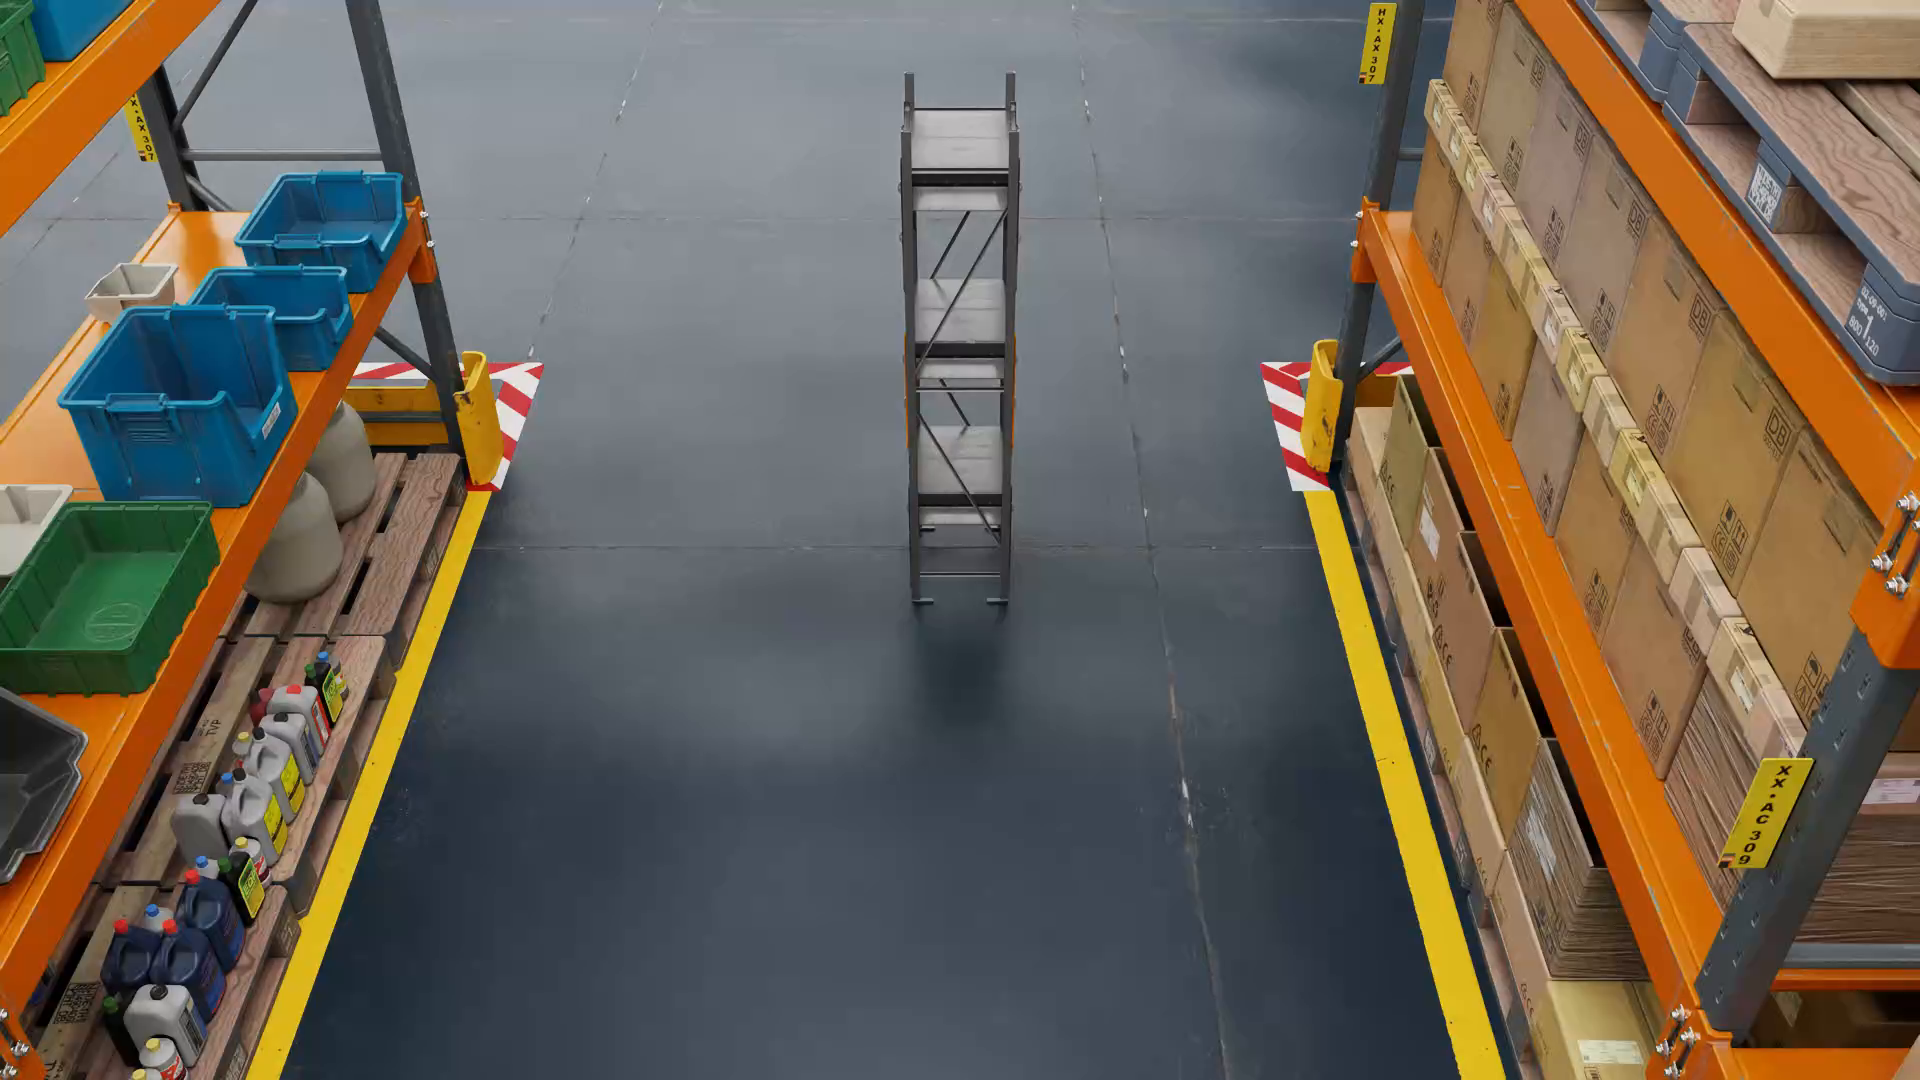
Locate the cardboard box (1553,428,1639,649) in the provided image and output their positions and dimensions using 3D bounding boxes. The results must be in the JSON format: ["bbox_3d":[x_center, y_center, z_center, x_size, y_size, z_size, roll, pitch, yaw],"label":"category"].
[{"bbox_3d":[2.186,-0.032,4.811,0.700,0.500,0.500,1,39,1],"label":"cardboard box"}]

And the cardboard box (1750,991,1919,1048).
[{"bbox_3d":[2.509,1.255,4.549,0.500,0.500,0.500,0,39,0],"label":"cardboard box"}]

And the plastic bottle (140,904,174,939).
[{"bbox_3d":[-2.464,1.227,5.150,0.097,0.271,0.097,0,39,0],"label":"plastic bottle"}]

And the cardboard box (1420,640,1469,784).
[{"bbox_3d":[1.970,0.610,5.954,0.500,0.250,0.500,0,39,0],"label":"cardboard box"}]

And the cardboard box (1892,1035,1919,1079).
[{"bbox_3d":[2.241,1.295,3.356,0.500,0.250,0.500,2,39,3],"label":"cardboard box"}]

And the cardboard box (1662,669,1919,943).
[{"bbox_3d":[2.190,0.612,4.008,0.700,0.500,0.500,-1,39,-1],"label":"cardboard box"}]

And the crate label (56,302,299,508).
[{"bbox_3d":[-2.489,-0.435,5.366,0.502,0.435,0.616,0,39,0],"label":"crate label"}]

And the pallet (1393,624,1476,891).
[{"bbox_3d":[2.233,0.754,6.140,1.003,0.211,1.213,0,39,0],"label":"pallet"}]

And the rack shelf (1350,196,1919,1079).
[{"bbox_3d":[2.194,-0.042,5.479,1.077,0.370,4.000,0,39,0],"label":"rack shelf"}]

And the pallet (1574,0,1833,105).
[{"bbox_3d":[2.171,-1.502,4.398,1.003,0.211,1.213,0,39,0],"label":"pallet"}]

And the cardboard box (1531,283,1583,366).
[{"bbox_3d":[1.978,-0.658,5.074,0.380,0.149,0.250,0,39,0],"label":"cardboard box"}]

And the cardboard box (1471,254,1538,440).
[{"bbox_3d":[2.180,-0.681,5.621,0.700,0.500,0.500,0,39,0],"label":"cardboard box"}]

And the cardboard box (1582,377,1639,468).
[{"bbox_3d":[1.982,-0.328,4.662,0.380,0.149,0.250,1,39,1],"label":"cardboard box"}]

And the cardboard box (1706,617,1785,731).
[{"bbox_3d":[1.984,0.312,3.864,0.380,0.149,0.250,-1,39,-1],"label":"cardboard box"}]

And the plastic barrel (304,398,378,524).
[{"bbox_3d":[-2.684,-0.353,6.946,0.421,0.512,0.421,0,39,0],"label":"plastic barrel"}]

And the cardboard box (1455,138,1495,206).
[{"bbox_3d":[1.979,-1.299,5.873,0.380,0.149,0.250,0,39,0],"label":"cardboard box"}]

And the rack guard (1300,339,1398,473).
[{"bbox_3d":[2.192,-0.613,7.615,1.175,0.500,0.348,0,39,0],"label":"rack guard"}]

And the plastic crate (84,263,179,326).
[{"bbox_3d":[-3.082,-0.909,6.197,0.298,0.136,0.250,0,39,0],"label":"plastic crate"}]

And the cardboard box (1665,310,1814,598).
[{"bbox_3d":[2.188,-0.210,3.997,0.700,0.500,0.500,0,39,0],"label":"cardboard box"}]

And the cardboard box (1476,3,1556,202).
[{"bbox_3d":[2.186,-1.464,5.561,0.700,0.500,0.500,-1,39,-1],"label":"cardboard box"}]

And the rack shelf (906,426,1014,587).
[{"bbox_3d":[0.000,-0.159,6.910,0.431,0.518,0.480,0,39,0],"label":"rack shelf"}]

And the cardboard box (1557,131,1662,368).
[{"bbox_3d":[2.188,-0.836,4.777,0.700,0.500,0.500,0,39,0],"label":"cardboard box"}]

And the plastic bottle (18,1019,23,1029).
[{"bbox_3d":[-2.901,1.389,4.885,0.144,0.351,0.185,0,39,0],"label":"plastic bottle"}]

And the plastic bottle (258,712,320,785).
[{"bbox_3d":[-2.348,0.712,5.789,0.152,0.276,0.135,-1,39,-1],"label":"plastic bottle"}]

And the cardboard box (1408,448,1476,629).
[{"bbox_3d":[1.986,0.004,6.109,0.500,0.500,0.500,0,39,0],"label":"cardboard box"}]

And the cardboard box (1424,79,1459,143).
[{"bbox_3d":[1.977,-1.620,6.274,0.380,0.149,0.250,0,39,0],"label":"cardboard box"}]

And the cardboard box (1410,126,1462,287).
[{"bbox_3d":[2.180,-1.320,6.419,0.700,0.500,0.500,0,39,0],"label":"cardboard box"}]

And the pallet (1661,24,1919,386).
[{"bbox_3d":[2.170,-0.741,3.448,1.003,0.211,1.213,0,39,0],"label":"pallet"}]

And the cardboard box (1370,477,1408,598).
[{"bbox_3d":[1.975,-0.016,6.734,0.500,0.250,0.500,0,39,0],"label":"cardboard box"}]

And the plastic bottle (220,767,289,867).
[{"bbox_3d":[-2.343,0.903,5.491,0.144,0.351,0.185,0,39,0],"label":"plastic bottle"}]

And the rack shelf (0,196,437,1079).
[{"bbox_3d":[-2.759,-0.040,5.477,1.077,0.370,4.000,0,39,0],"label":"rack shelf"}]

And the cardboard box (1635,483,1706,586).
[{"bbox_3d":[1.980,-0.016,4.273,0.380,0.149,0.250,0,39,0],"label":"cardboard box"}]

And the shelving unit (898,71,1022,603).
[{"bbox_3d":[0.000,-0.716,6.464,0.431,2.100,0.503,0,39,0],"label":"shelving unit"}]

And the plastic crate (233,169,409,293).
[{"bbox_3d":[-2.461,-1.201,6.469,0.499,0.251,0.616,0,39,0],"label":"plastic crate"}]

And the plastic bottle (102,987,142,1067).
[{"bbox_3d":[-2.453,1.417,4.904,0.061,0.283,0.133,0,39,0],"label":"plastic bottle"}]

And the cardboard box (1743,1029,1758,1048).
[{"bbox_3d":[2.499,1.547,4.784,0.500,0.250,0.500,0,39,0],"label":"cardboard box"}]

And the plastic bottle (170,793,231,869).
[{"bbox_3d":[-2.491,0.948,5.495,0.152,0.276,0.135,0,39,0],"label":"plastic bottle"}]

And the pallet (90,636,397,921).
[{"bbox_3d":[-2.720,0.833,6.042,1.003,0.211,1.213,0,39,0],"label":"pallet"}]

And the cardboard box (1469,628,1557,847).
[{"bbox_3d":[1.984,0.630,5.329,0.500,0.500,0.500,0,39,0],"label":"cardboard box"}]

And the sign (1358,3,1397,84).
[{"bbox_3d":[1.637,-1.945,6.523,0.100,0.325,0.005,0,39,0],"label":"sign"}]

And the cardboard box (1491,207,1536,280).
[{"bbox_3d":[1.980,-0.974,5.468,0.380,0.149,0.250,-1,39,-2],"label":"cardboard box"}]

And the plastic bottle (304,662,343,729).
[{"bbox_3d":[-2.302,0.538,6.001,0.061,0.283,0.133,1,39,1],"label":"plastic bottle"}]

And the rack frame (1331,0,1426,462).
[{"bbox_3d":[2.192,-1.573,6.814,1.000,3.000,0.127,0,39,0],"label":"rack frame"}]

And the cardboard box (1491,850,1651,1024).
[{"bbox_3d":[1.987,1.235,5.173,0.500,0.250,0.500,0,39,0],"label":"cardboard box"}]

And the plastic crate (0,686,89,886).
[{"bbox_3d":[-2.630,0.626,4.119,0.767,0.338,0.504,0,39,0],"label":"plastic crate"}]

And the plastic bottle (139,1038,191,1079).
[{"bbox_3d":[-2.319,1.523,4.837,0.097,0.201,0.097,0,39,0],"label":"plastic bottle"}]

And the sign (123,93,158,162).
[{"bbox_3d":[-3.311,-1.682,6.729,0.100,0.325,0.005,0,39,0],"label":"sign"}]

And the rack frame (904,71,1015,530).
[{"bbox_3d":[0.000,-0.868,6.655,0.400,2.100,0.015,0,39,0],"label":"rack frame"}]

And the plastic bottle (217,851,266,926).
[{"bbox_3d":[-2.301,1.091,5.310,0.061,0.283,0.133,2,39,2],"label":"plastic bottle"}]

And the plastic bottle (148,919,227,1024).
[{"bbox_3d":[-2.343,1.286,5.012,0.144,0.351,0.185,1,39,1],"label":"plastic bottle"}]

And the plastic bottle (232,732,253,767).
[{"bbox_3d":[-2.472,0.753,5.798,0.097,0.201,0.097,0,39,0],"label":"plastic bottle"}]

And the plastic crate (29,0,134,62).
[{"bbox_3d":[-2.458,-1.544,4.392,0.392,0.384,0.575,0,39,0],"label":"plastic crate"}]
